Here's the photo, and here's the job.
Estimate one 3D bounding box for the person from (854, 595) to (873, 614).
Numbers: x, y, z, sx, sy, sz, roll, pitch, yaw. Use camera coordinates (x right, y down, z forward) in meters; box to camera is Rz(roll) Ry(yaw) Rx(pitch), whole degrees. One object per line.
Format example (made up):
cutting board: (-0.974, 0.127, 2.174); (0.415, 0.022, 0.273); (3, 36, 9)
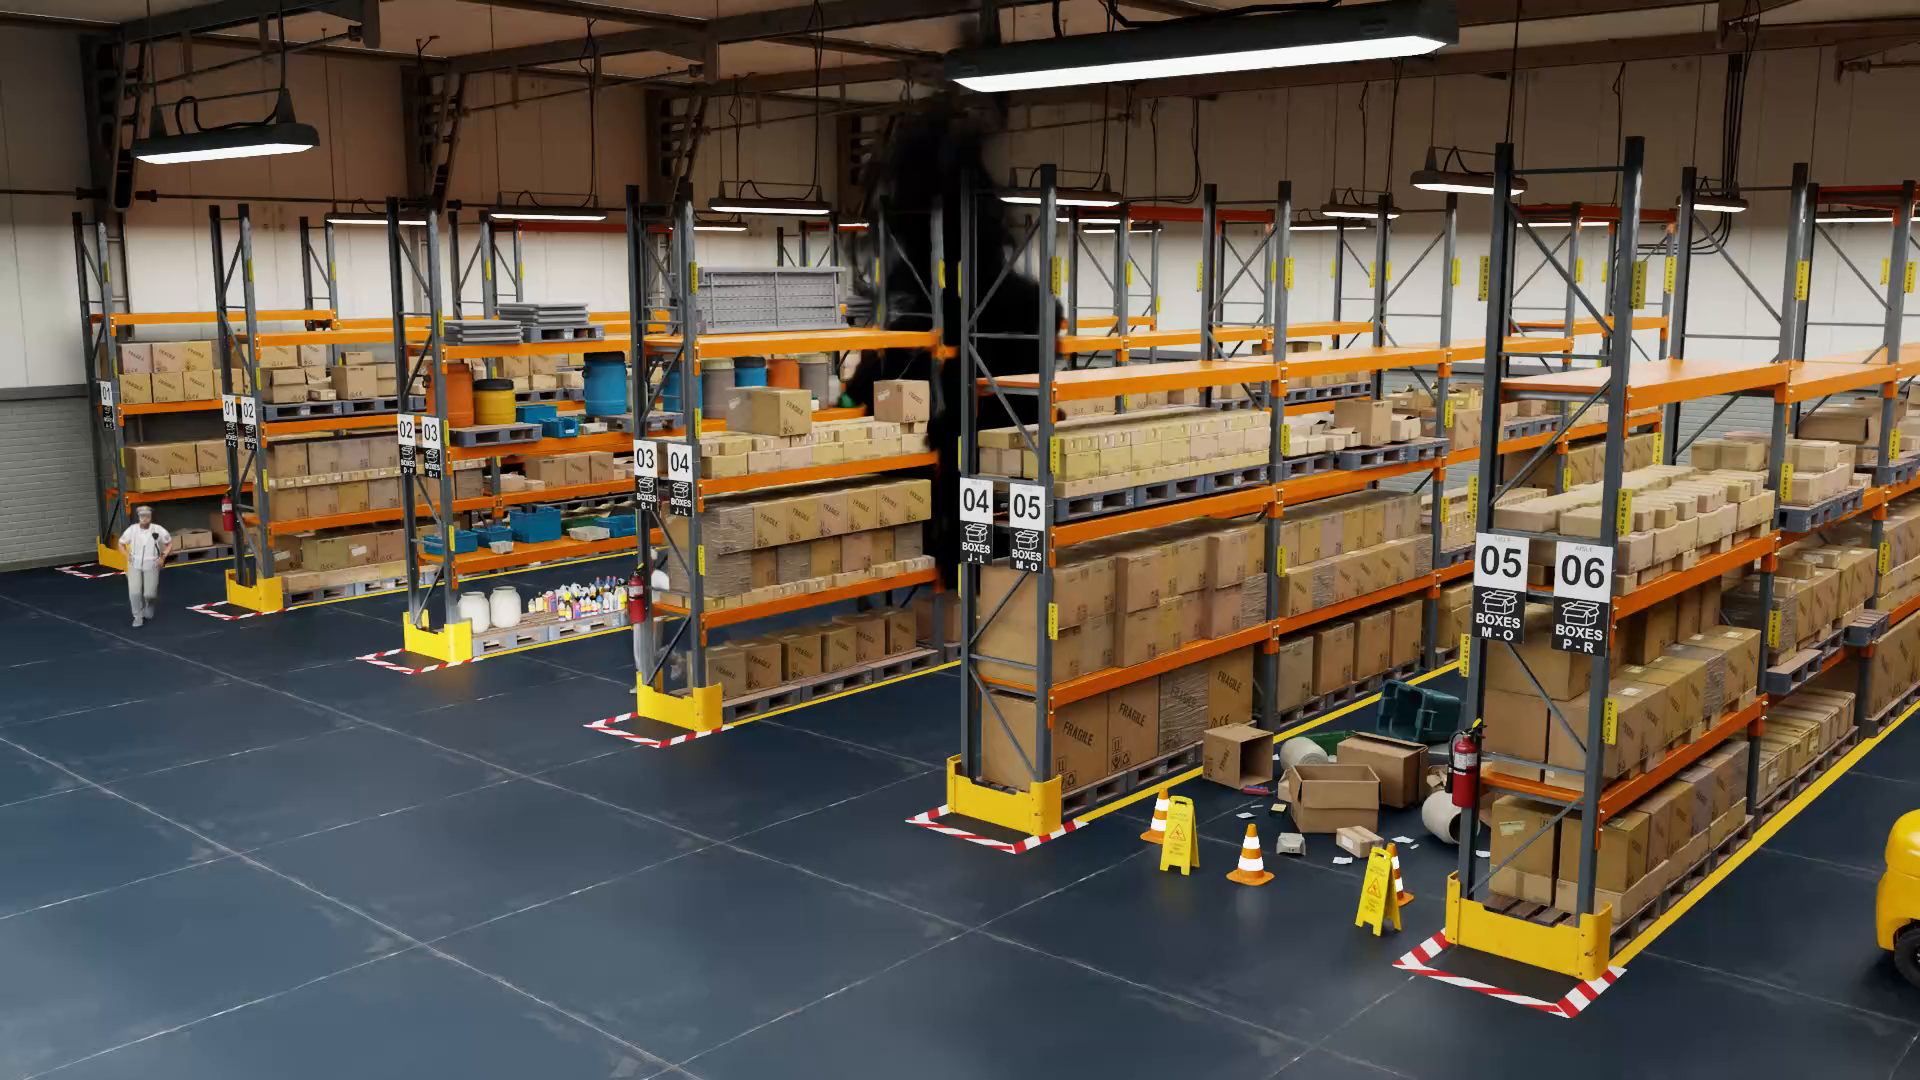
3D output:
person: (-1.368, 0.502, 23.245); (0.556, 1.714, 0.714); (7, 12, 37)

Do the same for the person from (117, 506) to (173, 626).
person: (-11.717, 0.358, 23.932); (0.705, 1.724, 0.643); (-3, 10, -19)

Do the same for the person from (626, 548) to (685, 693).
person: (-3.737, 0.948, 20.229); (0.723, 1.747, 0.790); (7, 12, 37)
